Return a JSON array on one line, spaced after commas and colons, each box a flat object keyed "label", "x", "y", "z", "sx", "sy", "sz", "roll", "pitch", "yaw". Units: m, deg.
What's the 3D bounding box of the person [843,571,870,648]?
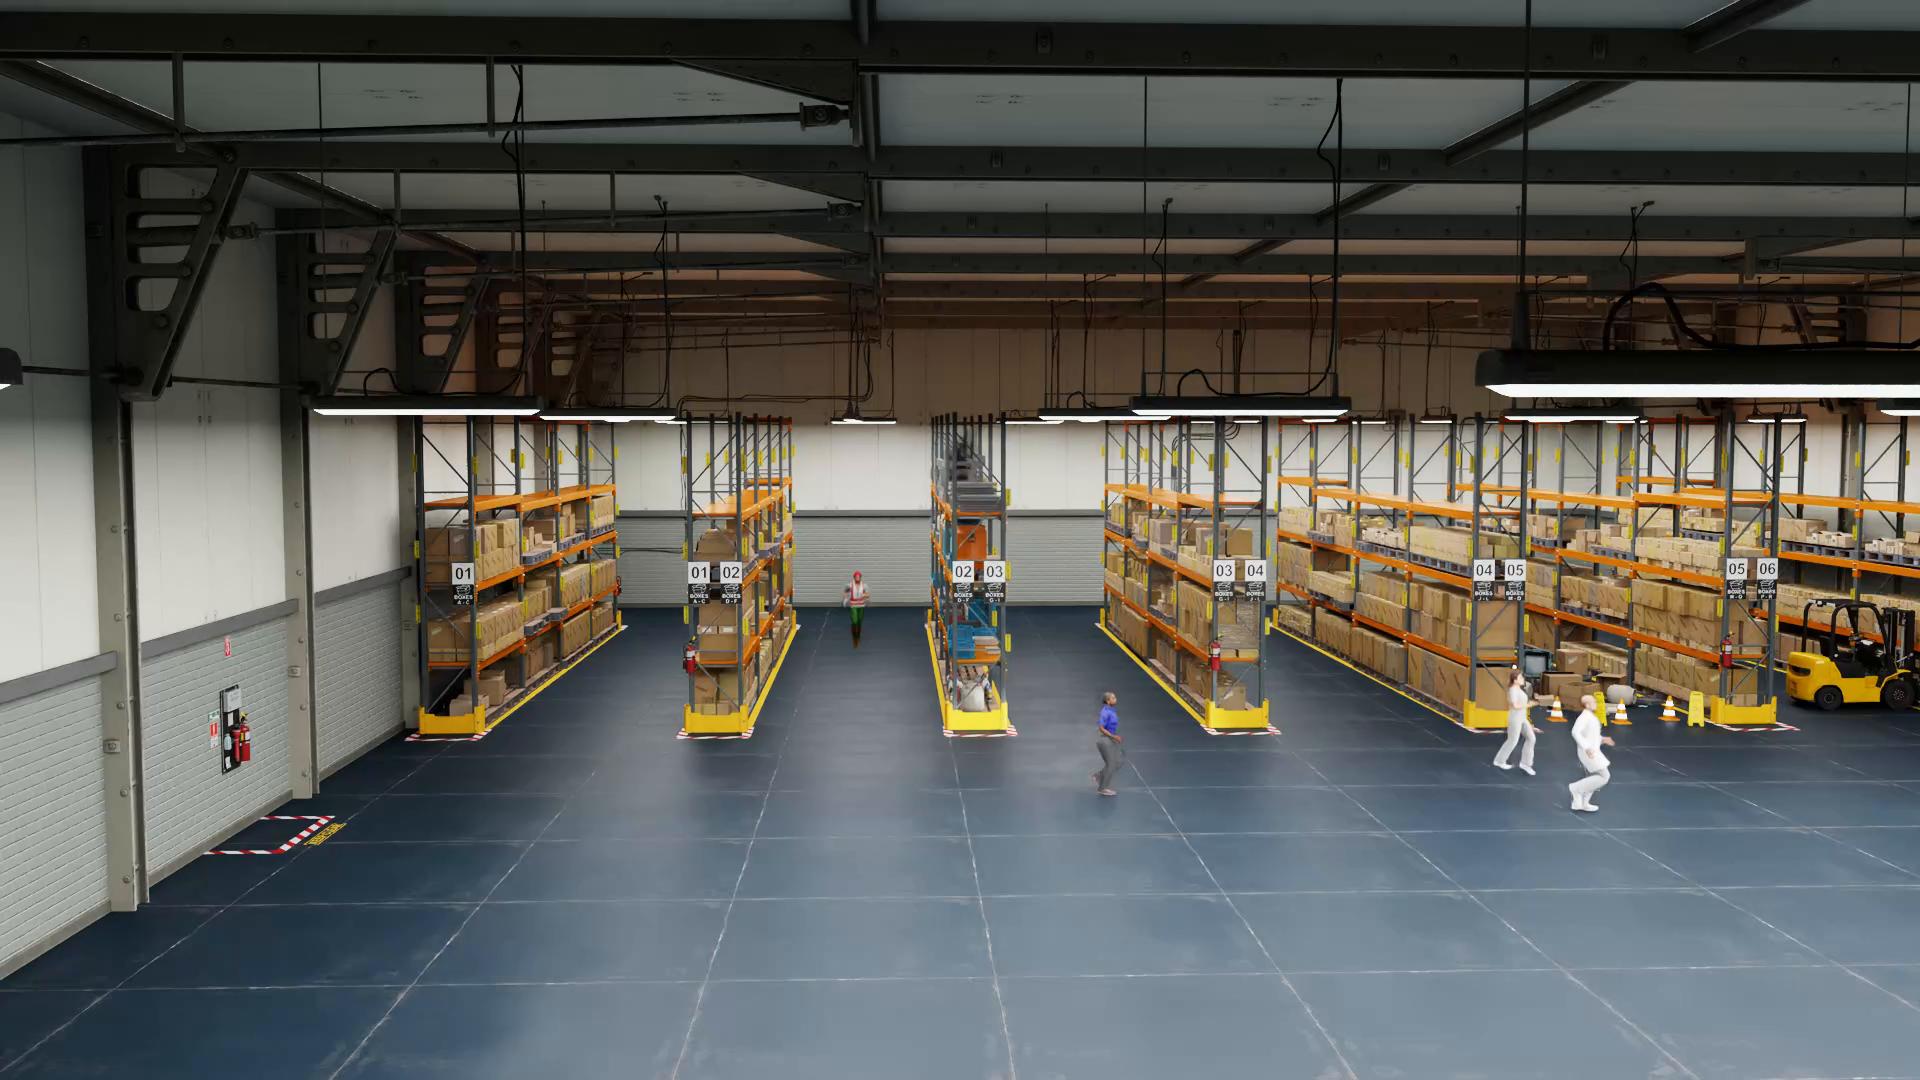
[{"label": "person", "x": -2.568, "y": 1.732, "z": 41.577, "sx": 0.643, "sy": 1.894, "sz": 0.742, "roll": -1, "pitch": 4, "yaw": -18}]

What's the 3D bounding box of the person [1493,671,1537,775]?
[{"label": "person", "x": 9.186, "y": 3.016, "z": 27.452, "sx": 0.716, "sy": 1.723, "sz": 0.547, "roll": 3, "pitch": 5, "yaw": 35}]

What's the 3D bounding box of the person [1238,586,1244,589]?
[{"label": "person", "x": 7.797, "y": 1.716, "z": 47.661, "sx": 0.714, "sy": 1.573, "sz": 0.584, "roll": 2, "pitch": 4, "yaw": 30}]

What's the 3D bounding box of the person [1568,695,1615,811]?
[{"label": "person", "x": 9.394, "y": 3.172, "z": 24.721, "sx": 0.628, "sy": 1.732, "sz": 0.704, "roll": 1, "pitch": 4, "yaw": 21}]

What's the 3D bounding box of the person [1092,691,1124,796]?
[{"label": "person", "x": 2.314, "y": 3.198, "z": 25.827, "sx": 0.517, "sy": 1.534, "sz": 0.593, "roll": 1, "pitch": 4, "yaw": 18}]
